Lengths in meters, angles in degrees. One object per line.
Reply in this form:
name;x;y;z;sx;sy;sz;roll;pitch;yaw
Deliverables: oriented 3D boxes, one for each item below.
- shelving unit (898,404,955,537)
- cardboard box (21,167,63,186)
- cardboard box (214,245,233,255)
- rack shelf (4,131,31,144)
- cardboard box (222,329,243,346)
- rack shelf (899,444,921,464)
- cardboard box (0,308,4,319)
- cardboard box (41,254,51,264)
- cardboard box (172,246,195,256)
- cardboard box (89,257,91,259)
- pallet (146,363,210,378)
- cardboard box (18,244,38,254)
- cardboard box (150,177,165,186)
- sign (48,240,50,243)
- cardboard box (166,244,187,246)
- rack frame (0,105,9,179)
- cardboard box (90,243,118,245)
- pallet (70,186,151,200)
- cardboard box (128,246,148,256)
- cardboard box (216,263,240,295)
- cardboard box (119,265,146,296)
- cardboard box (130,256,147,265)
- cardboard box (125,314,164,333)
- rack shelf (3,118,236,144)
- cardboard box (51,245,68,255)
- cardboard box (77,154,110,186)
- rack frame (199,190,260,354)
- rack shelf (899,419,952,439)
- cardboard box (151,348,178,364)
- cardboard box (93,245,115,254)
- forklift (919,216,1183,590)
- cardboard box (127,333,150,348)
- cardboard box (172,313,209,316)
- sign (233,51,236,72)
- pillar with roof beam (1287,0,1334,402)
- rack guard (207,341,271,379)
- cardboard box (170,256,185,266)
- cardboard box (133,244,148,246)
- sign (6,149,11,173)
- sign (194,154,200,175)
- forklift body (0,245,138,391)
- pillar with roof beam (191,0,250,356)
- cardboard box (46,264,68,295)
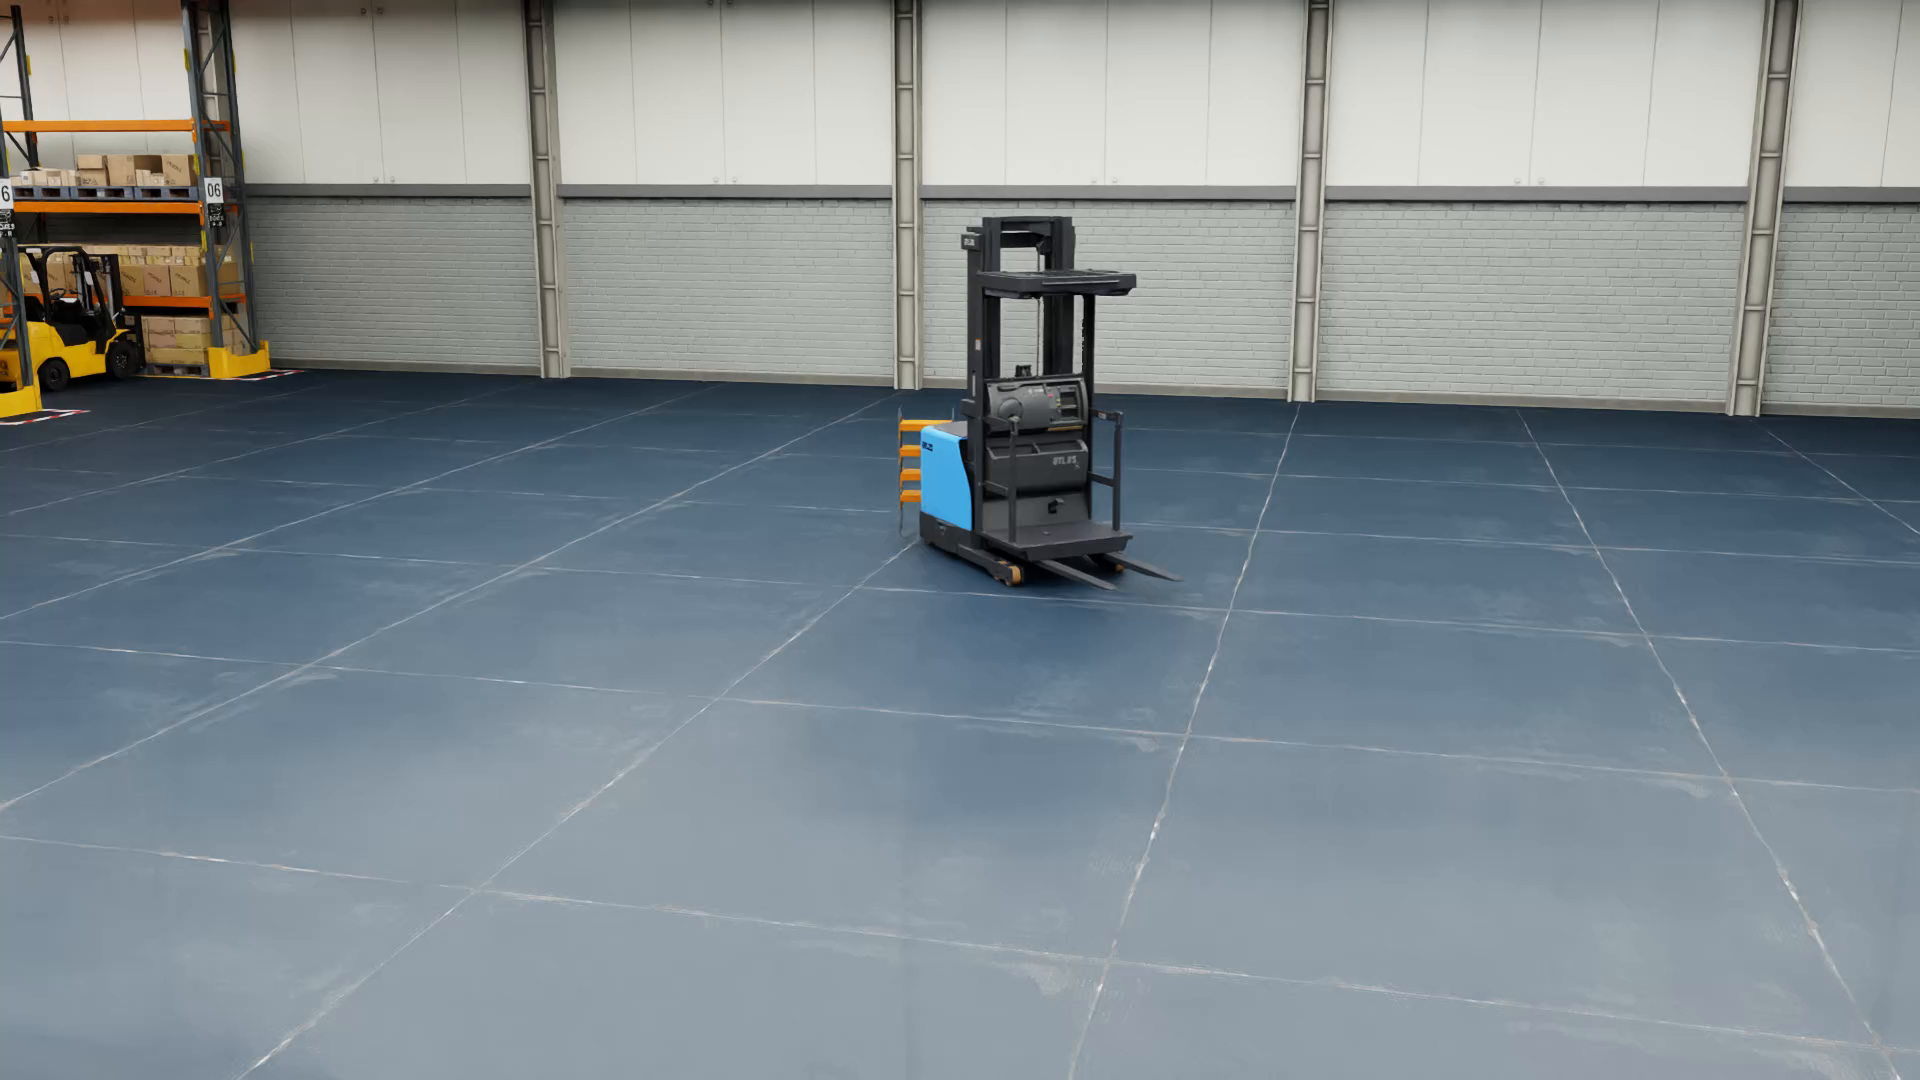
shelving unit;-0.305;-0.635;15.325;0.503;1.200;0.258;1;13;3
cardboard box;-15.122;-6.013;27.489;0.500;0.311;0.500;3;13;15
cardboard box;-12.262;-4.798;27.518;0.250;0.149;0.380;3;13;12
rack shelf;-17.813;-6.918;28.226;4.000;0.370;1.077;3;13;14
cardboard box;-12.394;-3.400;27.856;0.500;0.250;0.500;3;13;15
rack shelf;-0.305;-0.787;15.291;0.480;0.148;0.258;1;13;3
cardboard box;-13.453;-3.119;22.948;0.250;0.149;0.380;3;13;14
cardboard box;-15.113;-4.705;27.788;0.250;0.149;0.380;3;13;13
cardboard box;-12.633;-4.716;27.150;0.250;0.149;0.380;3;13;14
cardboard box;-14.389;-4.654;27.555;0.250;0.149;0.380;3;13;12
pallet;-12.740;-2.894;27.792;1.213;0.211;1.003;3;13;14
cardboard box;-15.633;-4.864;27.817;0.250;0.149;0.380;3;13;15
cardboard box;-12.865;-5.799;26.903;0.250;0.149;0.380;3;13;12
sign;-15.740;-5.010;28.710;0.005;0.325;0.100;3;13;14
cardboard box;-13.005;-4.845;27.732;0.250;0.149;0.380;3;13;14
rack frame;-13.173;-6.110;21.995;0.127;3.000;1.000;3;13;14
cardboard box;-14.490;-4.940;28.159;0.250;0.149;0.380;3;13;13
pallet;-13.856;-5.751;27.509;1.213;0.211;1.003;3;13;14
cardboard box;-13.397;-4.743;27.270;0.250;0.149;0.380;3;13;15
cardboard box;-12.402;-4.358;27.719;0.500;0.500;0.500;3;13;15
cardboard box;-13.527;-4.299;27.456;0.500;0.500;0.500;3;13;12
cardboard box;-13.392;-4.602;27.322;0.250;0.149;0.380;3;13;12
cardboard box;-13.499;-3.583;27.529;0.500;0.250;0.500;3;13;14
rack shelf;-13.929;-6.711;27.290;4.000;0.370;1.077;3;13;14
cardboard box;-14.882;-4.823;27.633;0.250;0.149;0.380;3;13;15
cardboard box;-14.005;-6.078;27.338;0.637;0.503;0.797;3;13;15
rack frame;-11.988;-4.225;27.351;0.127;3.000;1.000;3;13;14
rack shelf;-0.305;-1.018;15.240;0.480;0.148;0.258;1;13;3
cardboard box;-13.000;-3.073;27.539;0.500;0.250;0.500;3;13;14
cardboard box;-14.117;-4.805;27.550;0.250;0.149;0.380;3;13;14
forklift;0.747;-1.166;13.722;1.130;2.935;3.031;-6;14;-26
cardboard box;-13.526;-3.342;27.595;0.500;0.250;0.500;3;13;12
cardboard box;-12.895;-3.665;27.900;0.500;0.250;0.500;3;13;14
sign;-11.848;-7.803;27.107;0.005;0.325;0.100;3;13;14
pillar with roof beam;3.997;-5.540;19.427;0.400;9.000;9.100;3;13;14
rack guard;-11.964;-3.003;27.616;0.348;0.500;1.175;3;13;14
cardboard box;-12.646;-4.556;27.117;0.250;0.149;0.380;3;13;14
cardboard box;-13.757;-4.884;27.907;0.250;0.149;0.380;3;13;14
sign;-13.043;-5.186;22.740;0.005;0.325;0.100;3;13;14
sign;-12.131;-5.969;26.427;0.005;0.325;0.100;3;13;14
forklift body;-14.266;-3.525;26.157;1.214;2.155;2.313;3;13;14
pillar with roof beam;-13.479;-6.474;23.638;0.548;9.000;9.100;3;13;14
cardboard box;-14.993;-4.380;27.818;0.500;0.500;0.500;3;13;15
